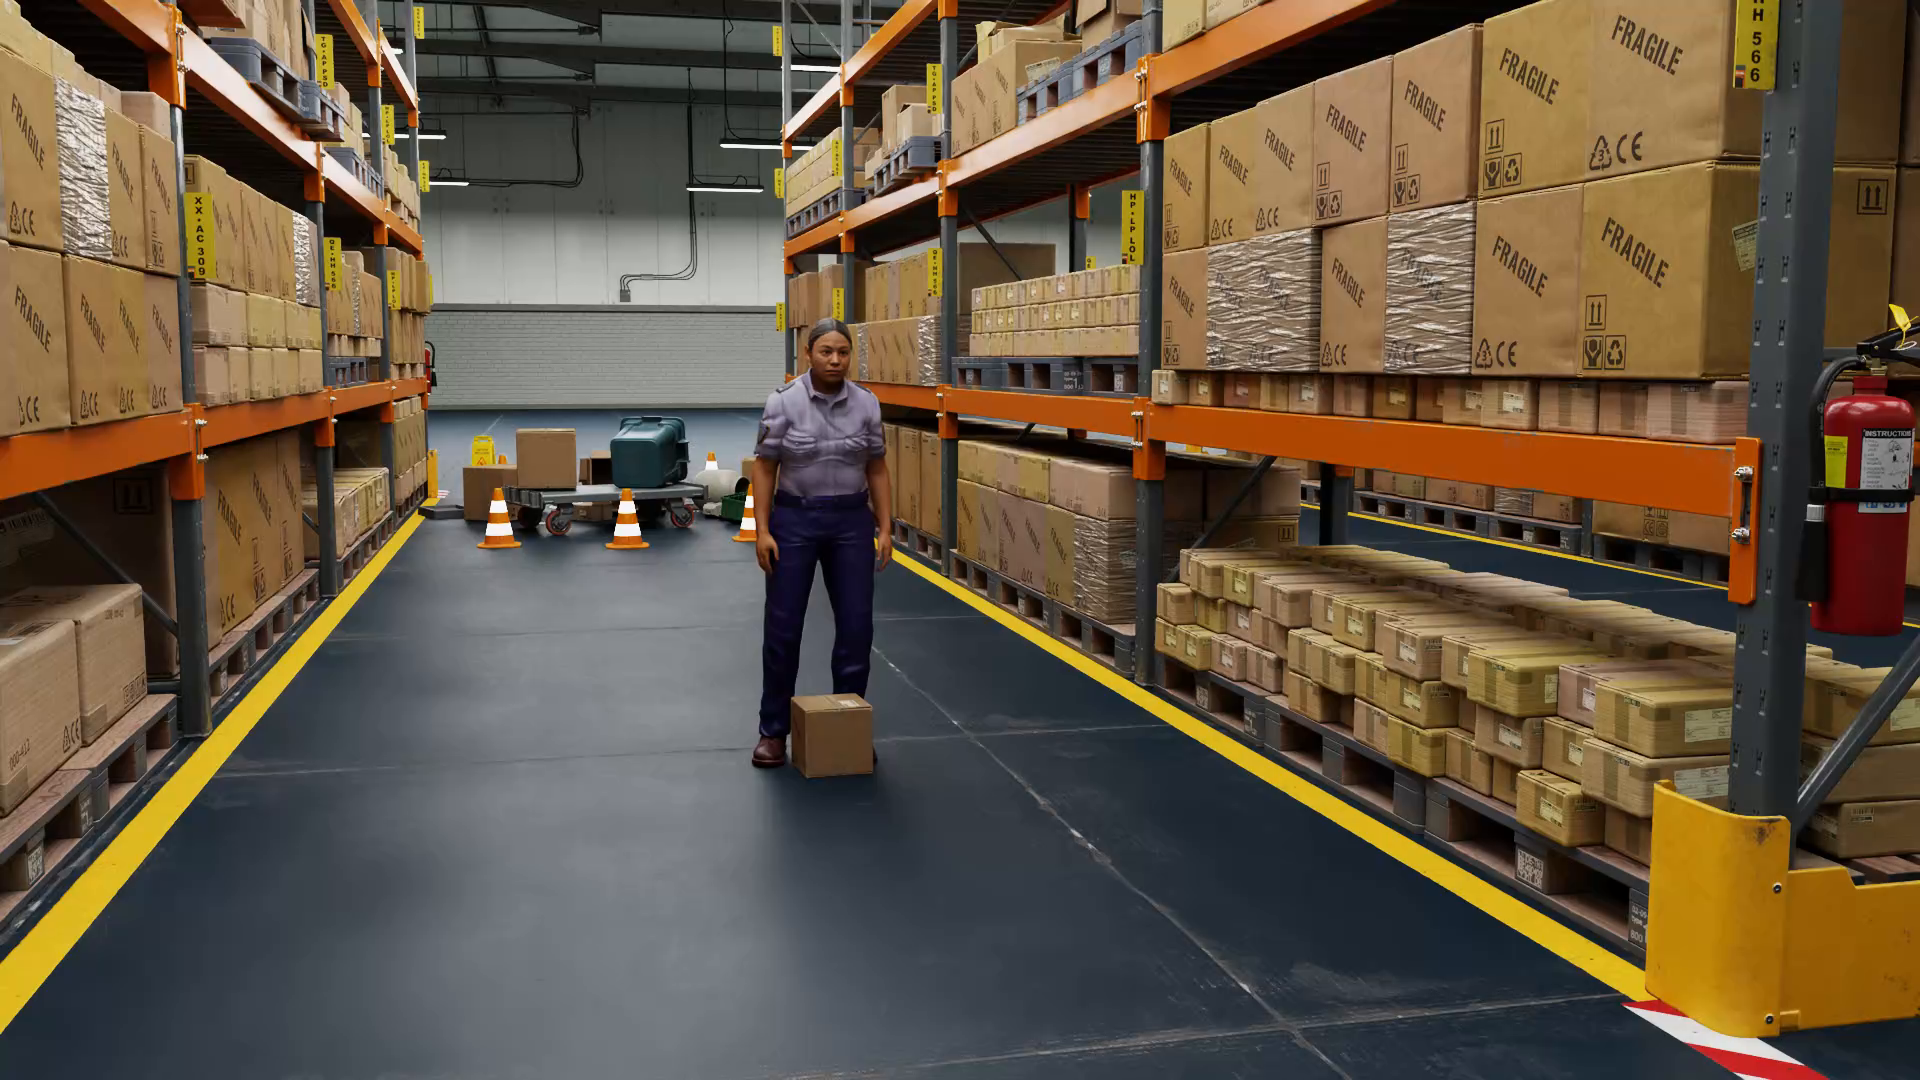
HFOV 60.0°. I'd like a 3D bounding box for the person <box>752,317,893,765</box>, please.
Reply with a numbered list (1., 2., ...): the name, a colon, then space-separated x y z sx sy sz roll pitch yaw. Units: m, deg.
1. person: -0.522 -0.002 6.236 0.562 1.653 0.418 -2 6 -16
